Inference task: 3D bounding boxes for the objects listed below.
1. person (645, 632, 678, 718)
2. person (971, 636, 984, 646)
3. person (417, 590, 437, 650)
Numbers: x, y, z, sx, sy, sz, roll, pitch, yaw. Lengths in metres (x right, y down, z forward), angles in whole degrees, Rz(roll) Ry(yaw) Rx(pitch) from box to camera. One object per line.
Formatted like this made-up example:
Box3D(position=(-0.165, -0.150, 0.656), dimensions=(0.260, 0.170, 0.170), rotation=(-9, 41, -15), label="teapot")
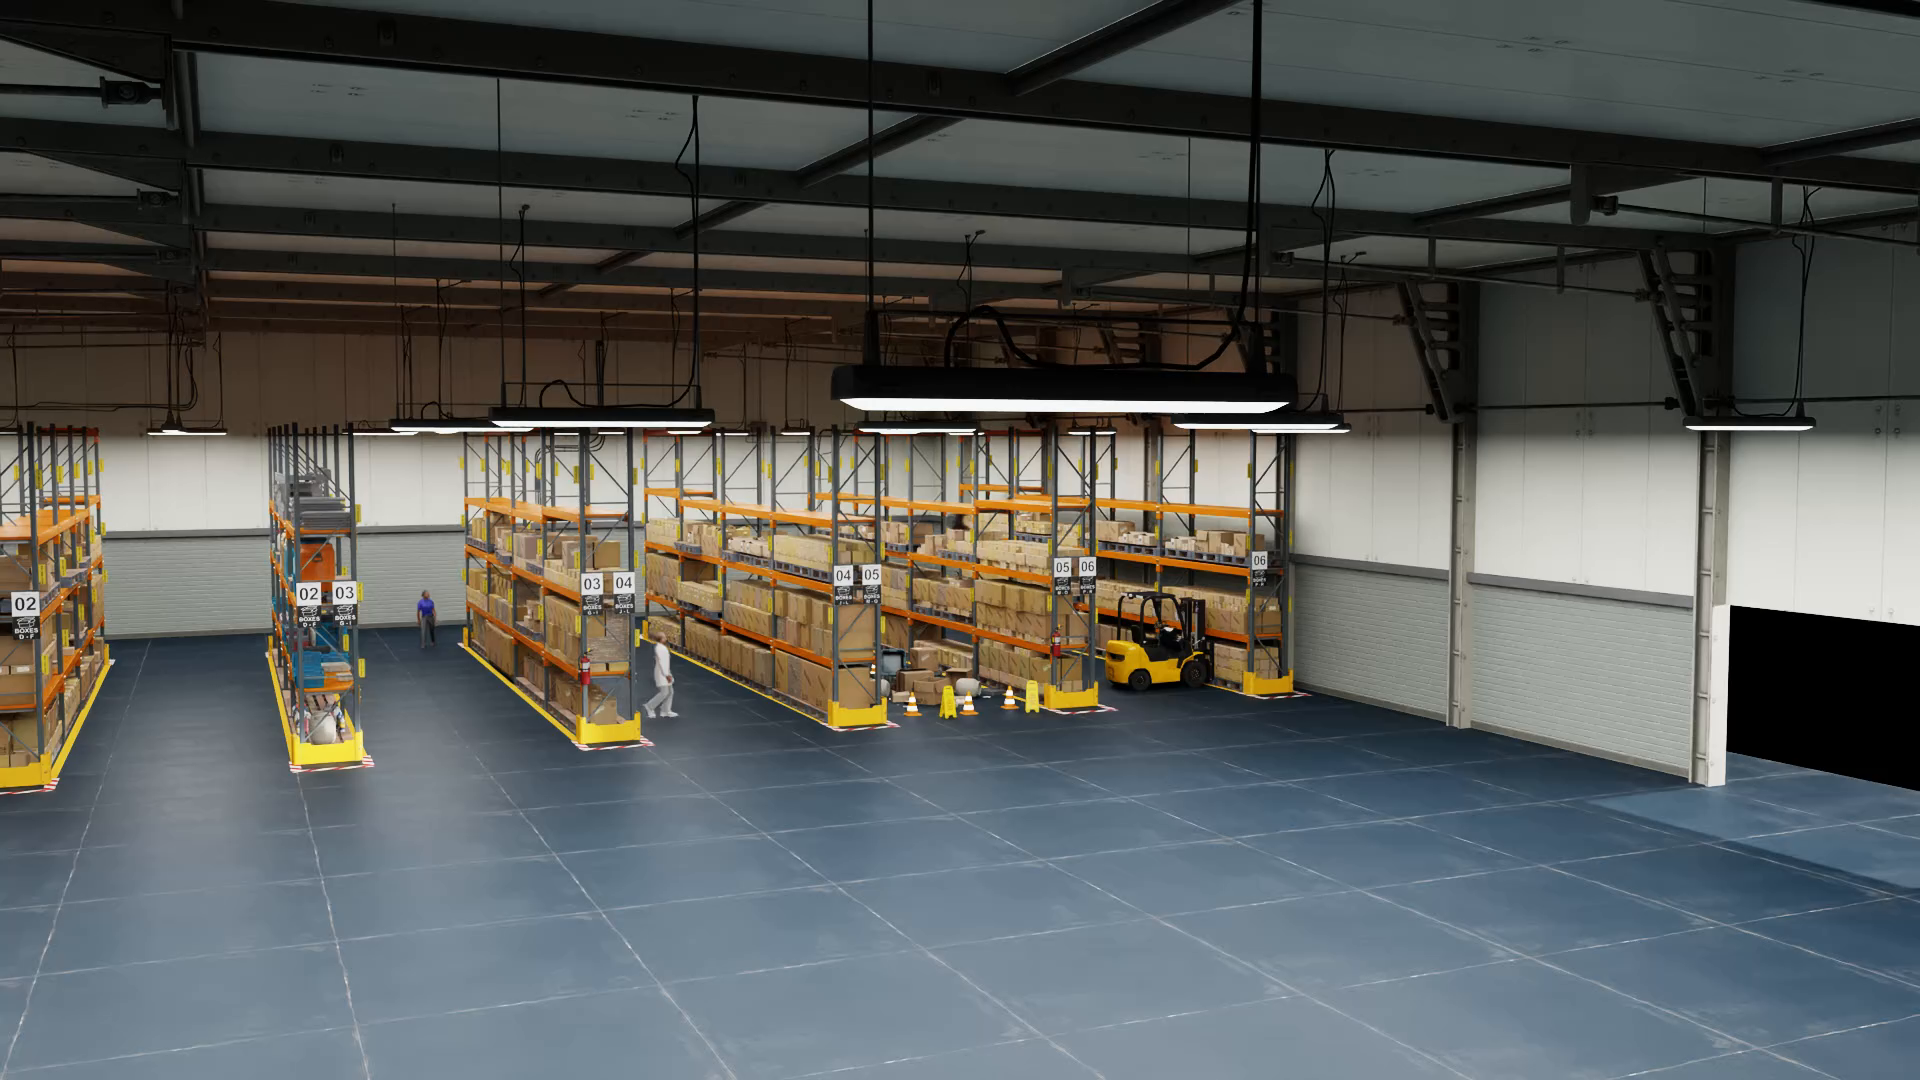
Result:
Box3D(position=(-6.149, 2.772, 34.193), dimensions=(0.673, 1.779, 0.610), rotation=(0, 3, 3), label="person")
Box3D(position=(0.491, 2.027, 45.997), dimensions=(0.368, 1.767, 0.650), rotation=(-2, 4, -26), label="person")
Box3D(position=(-14.472, 2.165, 45.182), dimensions=(0.534, 1.593, 1.007), rotation=(-1, 4, -13), label="person")
